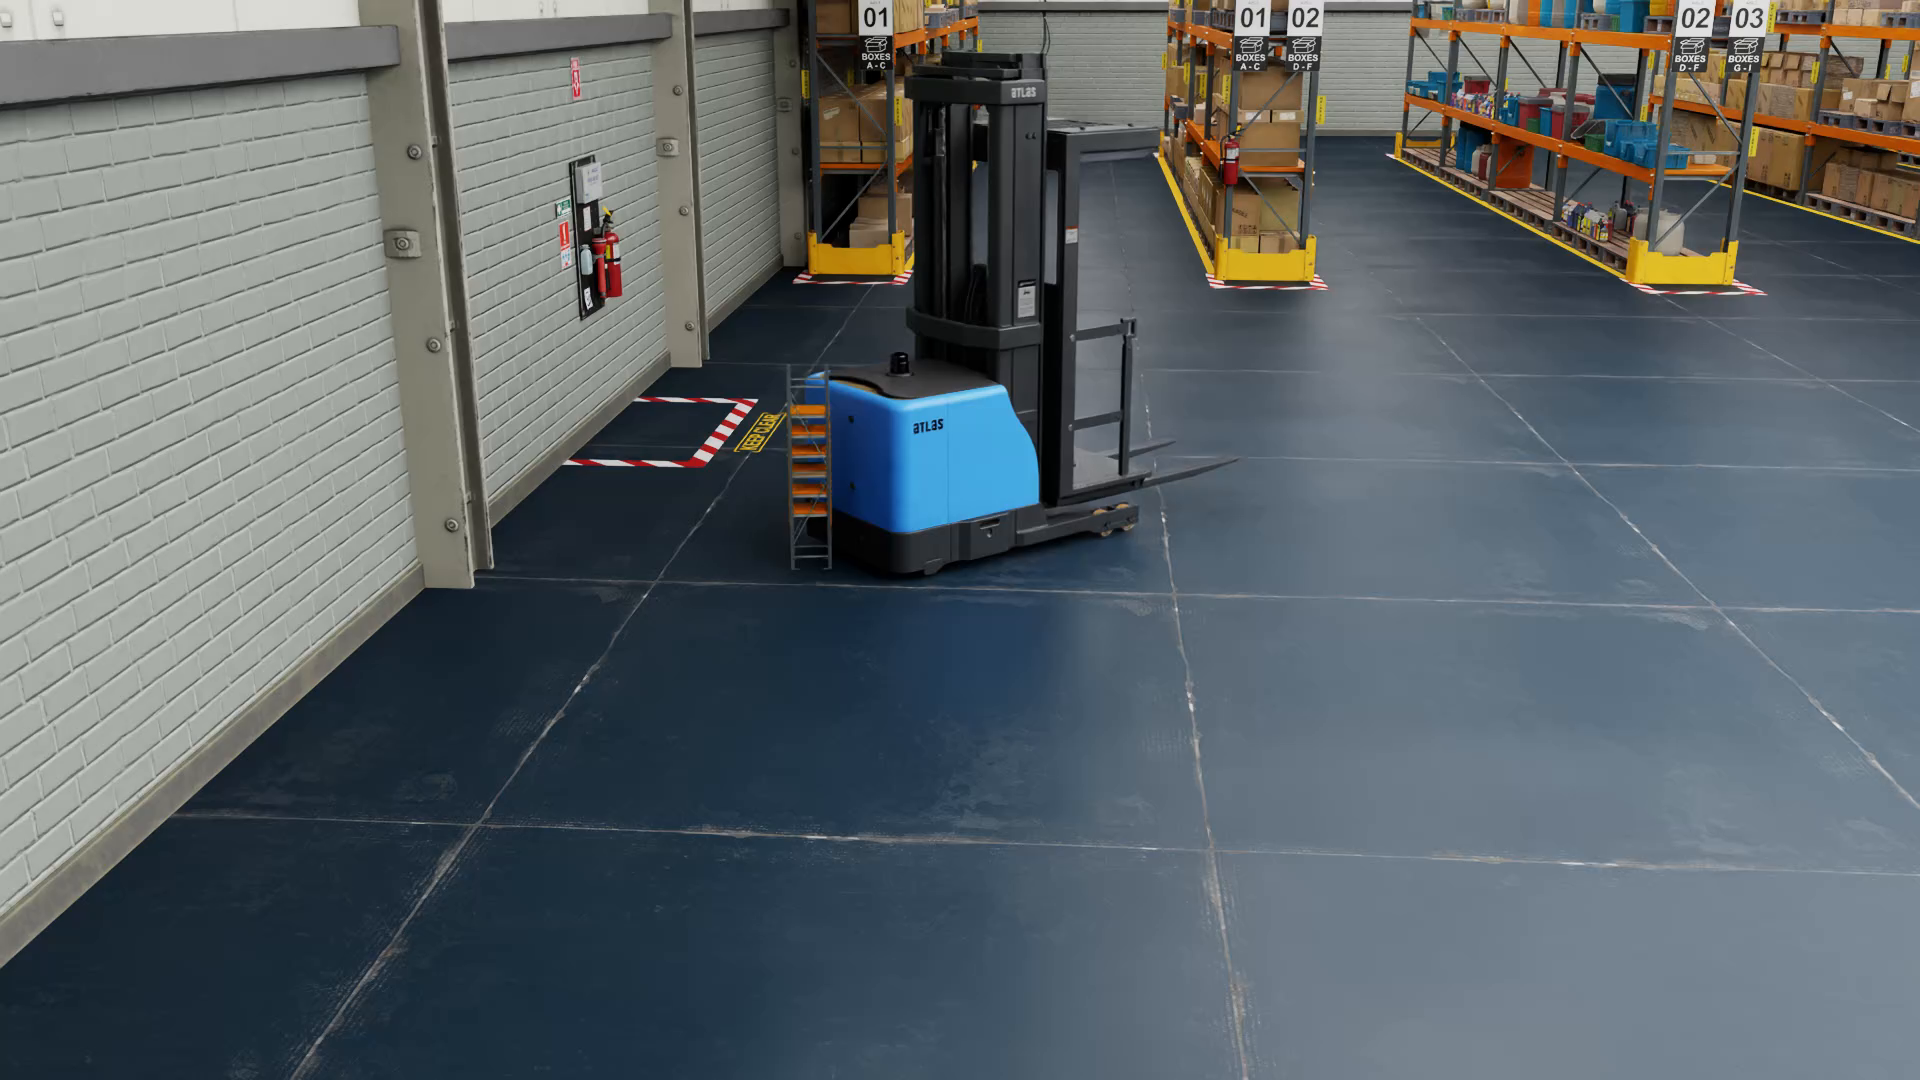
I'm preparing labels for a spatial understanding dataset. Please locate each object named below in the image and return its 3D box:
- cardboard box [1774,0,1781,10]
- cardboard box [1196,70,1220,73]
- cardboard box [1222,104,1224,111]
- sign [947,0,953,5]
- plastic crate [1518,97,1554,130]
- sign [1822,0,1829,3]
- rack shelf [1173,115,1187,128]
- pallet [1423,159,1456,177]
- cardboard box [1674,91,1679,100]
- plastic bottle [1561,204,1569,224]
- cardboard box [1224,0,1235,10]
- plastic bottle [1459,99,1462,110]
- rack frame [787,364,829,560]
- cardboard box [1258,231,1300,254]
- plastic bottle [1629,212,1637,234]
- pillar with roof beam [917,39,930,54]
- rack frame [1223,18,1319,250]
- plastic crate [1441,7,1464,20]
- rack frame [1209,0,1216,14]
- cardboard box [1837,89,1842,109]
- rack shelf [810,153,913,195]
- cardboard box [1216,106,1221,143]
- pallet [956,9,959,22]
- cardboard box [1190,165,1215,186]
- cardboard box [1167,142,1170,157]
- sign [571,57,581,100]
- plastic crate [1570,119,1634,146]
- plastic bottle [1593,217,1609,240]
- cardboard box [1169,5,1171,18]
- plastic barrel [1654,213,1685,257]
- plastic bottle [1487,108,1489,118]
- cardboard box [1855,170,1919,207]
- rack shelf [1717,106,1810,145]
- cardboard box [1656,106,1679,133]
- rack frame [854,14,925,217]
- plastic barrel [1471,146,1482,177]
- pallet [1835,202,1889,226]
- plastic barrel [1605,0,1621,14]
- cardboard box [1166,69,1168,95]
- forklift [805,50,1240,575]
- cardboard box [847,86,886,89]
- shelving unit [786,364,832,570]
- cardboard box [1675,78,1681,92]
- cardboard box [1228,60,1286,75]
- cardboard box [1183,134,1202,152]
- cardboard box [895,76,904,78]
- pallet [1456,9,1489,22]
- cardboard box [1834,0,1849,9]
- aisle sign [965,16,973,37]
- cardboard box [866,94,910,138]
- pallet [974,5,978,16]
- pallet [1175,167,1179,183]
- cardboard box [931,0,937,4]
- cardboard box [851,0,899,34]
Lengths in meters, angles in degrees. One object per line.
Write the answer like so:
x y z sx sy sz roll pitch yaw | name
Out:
14.147 -9.143 28.420 0.380 0.149 0.250 1 18 2 | cardboard box
4.424 -7.801 28.579 0.700 0.500 0.500 5 19 14 | cardboard box
3.648 -5.710 21.830 0.380 0.149 0.250 1 18 2 | cardboard box
-0.164 -8.844 26.949 0.100 0.325 0.005 1 18 4 | sign
8.755 -6.500 25.340 0.402 0.464 0.583 1 18 4 | plastic crate
13.563 -8.578 26.009 0.100 0.325 0.005 1 18 4 | sign
4.379 -7.356 29.209 1.077 0.370 4.000 1 18 4 | rack shelf
9.477 -7.111 31.786 1.003 0.211 1.213 1 18 4 | pallet
14.245 -8.717 32.612 0.380 0.149 0.250 1 18 3 | cardboard box
8.429 -4.546 23.153 0.097 0.271 0.097 0 18 0 | plastic bottle
3.482 -6.575 20.197 0.500 0.250 0.500 1 18 4 | cardboard box
8.981 -7.798 29.723 0.097 0.201 0.097 0 18 0 | plastic bottle
-0.891 -0.452 9.860 0.240 1.200 0.006 -1 19 -5 | rack frame
3.923 -3.646 20.475 0.500 0.250 0.500 1 18 4 | cardboard box
8.972 -4.226 22.158 0.061 0.283 0.133 1 18 4 | plastic bottle
3.493 -13.283 36.509 9.100 9.000 0.400 1 18 4 | pillar with roof beam
3.662 -4.592 19.619 1.000 3.000 0.127 1 18 4 | rack frame
9.210 -9.843 31.095 0.416 0.233 0.300 1 18 4 | plastic crate
3.949 -8.685 22.476 1.000 3.000 0.127 1 18 4 | rack frame
14.422 -7.046 26.950 0.500 0.500 0.500 2 18 6 | cardboard box
-1.136 -4.980 21.960 1.077 0.370 4.000 1 18 4 | rack shelf
3.923 -5.743 22.973 0.700 0.500 0.500 1 18 2 | cardboard box
-0.435 -9.477 30.017 0.805 0.209 1.217 1 18 2 | pallet
3.801 -5.598 25.531 0.500 0.311 0.500 1 18 3 | cardboard box
4.334 -7.666 32.613 0.500 0.311 0.500 1 18 4 | cardboard box
-2.837 -3.409 12.286 0.001 0.298 0.199 1 18 4 | sign
8.725 -5.533 22.591 0.767 0.338 0.504 1 18 4 | plastic crate
8.342 -4.052 21.641 0.152 0.276 0.135 1 18 4 | plastic bottle
4.470 -10.606 33.398 0.500 0.250 0.500 1 18 4 | cardboard box
8.573 -3.703 20.229 0.421 0.512 0.421 0 18 0 | plastic barrel
8.823 -7.112 27.631 0.097 0.201 0.097 0 18 0 | plastic bottle
14.027 -5.318 25.143 0.700 0.500 0.500 3 18 9 | cardboard box
14.260 -7.133 28.531 1.077 0.370 4.000 1 18 4 | rack shelf
14.724 -8.328 33.759 0.875 0.875 0.875 1 18 4 | cardboard box
-0.992 -5.943 23.744 1.000 3.000 0.127 1 18 4 | rack frame
9.226 -6.662 29.259 0.421 0.512 0.421 0 18 0 | plastic barrel
13.969 -4.908 25.063 1.003 0.211 1.213 1 18 4 | pallet
8.711 -7.279 21.522 0.600 0.901 0.708 1 18 4 | plastic barrel
4.514 -9.476 34.366 0.500 0.500 0.500 2 18 5 | cardboard box
0.523 -1.536 10.405 3.031 2.935 1.130 -14 23 -36 | forklift
-1.275 -5.936 22.726 0.500 0.500 0.500 1 18 4 | cardboard box
-0.884 -0.422 9.774 0.258 1.200 0.189 -1 19 -5 | shelving unit
14.316 -8.948 32.677 0.500 0.250 0.500 1 18 2 | cardboard box
3.816 -5.892 21.344 0.700 0.500 0.500 1 18 4 | cardboard box
4.068 -6.767 28.361 0.500 0.250 0.500 2 18 6 | cardboard box
-0.742 -7.122 26.473 0.700 0.500 0.500 0 18 -1 | cardboard box
9.504 -9.297 29.464 1.213 0.211 1.003 1 18 4 | pallet
13.826 -8.424 25.535 0.500 0.500 0.500 1 18 4 | cardboard box
0.172 -10.921 34.761 0.394 0.787 0.004 1 18 4 | aisle sign
-0.900 -5.290 20.756 0.500 0.500 0.500 1 18 4 | cardboard box
-0.175 -10.823 33.961 1.003 0.211 1.213 1 18 4 | pallet
4.502 -6.740 30.653 1.003 0.211 1.213 1 18 4 | pallet
-0.729 -9.017 27.439 0.700 0.500 0.500 0 18 0 | cardboard box
-1.006 -6.282 19.767 0.500 0.500 0.500 2 18 5 | cardboard box
